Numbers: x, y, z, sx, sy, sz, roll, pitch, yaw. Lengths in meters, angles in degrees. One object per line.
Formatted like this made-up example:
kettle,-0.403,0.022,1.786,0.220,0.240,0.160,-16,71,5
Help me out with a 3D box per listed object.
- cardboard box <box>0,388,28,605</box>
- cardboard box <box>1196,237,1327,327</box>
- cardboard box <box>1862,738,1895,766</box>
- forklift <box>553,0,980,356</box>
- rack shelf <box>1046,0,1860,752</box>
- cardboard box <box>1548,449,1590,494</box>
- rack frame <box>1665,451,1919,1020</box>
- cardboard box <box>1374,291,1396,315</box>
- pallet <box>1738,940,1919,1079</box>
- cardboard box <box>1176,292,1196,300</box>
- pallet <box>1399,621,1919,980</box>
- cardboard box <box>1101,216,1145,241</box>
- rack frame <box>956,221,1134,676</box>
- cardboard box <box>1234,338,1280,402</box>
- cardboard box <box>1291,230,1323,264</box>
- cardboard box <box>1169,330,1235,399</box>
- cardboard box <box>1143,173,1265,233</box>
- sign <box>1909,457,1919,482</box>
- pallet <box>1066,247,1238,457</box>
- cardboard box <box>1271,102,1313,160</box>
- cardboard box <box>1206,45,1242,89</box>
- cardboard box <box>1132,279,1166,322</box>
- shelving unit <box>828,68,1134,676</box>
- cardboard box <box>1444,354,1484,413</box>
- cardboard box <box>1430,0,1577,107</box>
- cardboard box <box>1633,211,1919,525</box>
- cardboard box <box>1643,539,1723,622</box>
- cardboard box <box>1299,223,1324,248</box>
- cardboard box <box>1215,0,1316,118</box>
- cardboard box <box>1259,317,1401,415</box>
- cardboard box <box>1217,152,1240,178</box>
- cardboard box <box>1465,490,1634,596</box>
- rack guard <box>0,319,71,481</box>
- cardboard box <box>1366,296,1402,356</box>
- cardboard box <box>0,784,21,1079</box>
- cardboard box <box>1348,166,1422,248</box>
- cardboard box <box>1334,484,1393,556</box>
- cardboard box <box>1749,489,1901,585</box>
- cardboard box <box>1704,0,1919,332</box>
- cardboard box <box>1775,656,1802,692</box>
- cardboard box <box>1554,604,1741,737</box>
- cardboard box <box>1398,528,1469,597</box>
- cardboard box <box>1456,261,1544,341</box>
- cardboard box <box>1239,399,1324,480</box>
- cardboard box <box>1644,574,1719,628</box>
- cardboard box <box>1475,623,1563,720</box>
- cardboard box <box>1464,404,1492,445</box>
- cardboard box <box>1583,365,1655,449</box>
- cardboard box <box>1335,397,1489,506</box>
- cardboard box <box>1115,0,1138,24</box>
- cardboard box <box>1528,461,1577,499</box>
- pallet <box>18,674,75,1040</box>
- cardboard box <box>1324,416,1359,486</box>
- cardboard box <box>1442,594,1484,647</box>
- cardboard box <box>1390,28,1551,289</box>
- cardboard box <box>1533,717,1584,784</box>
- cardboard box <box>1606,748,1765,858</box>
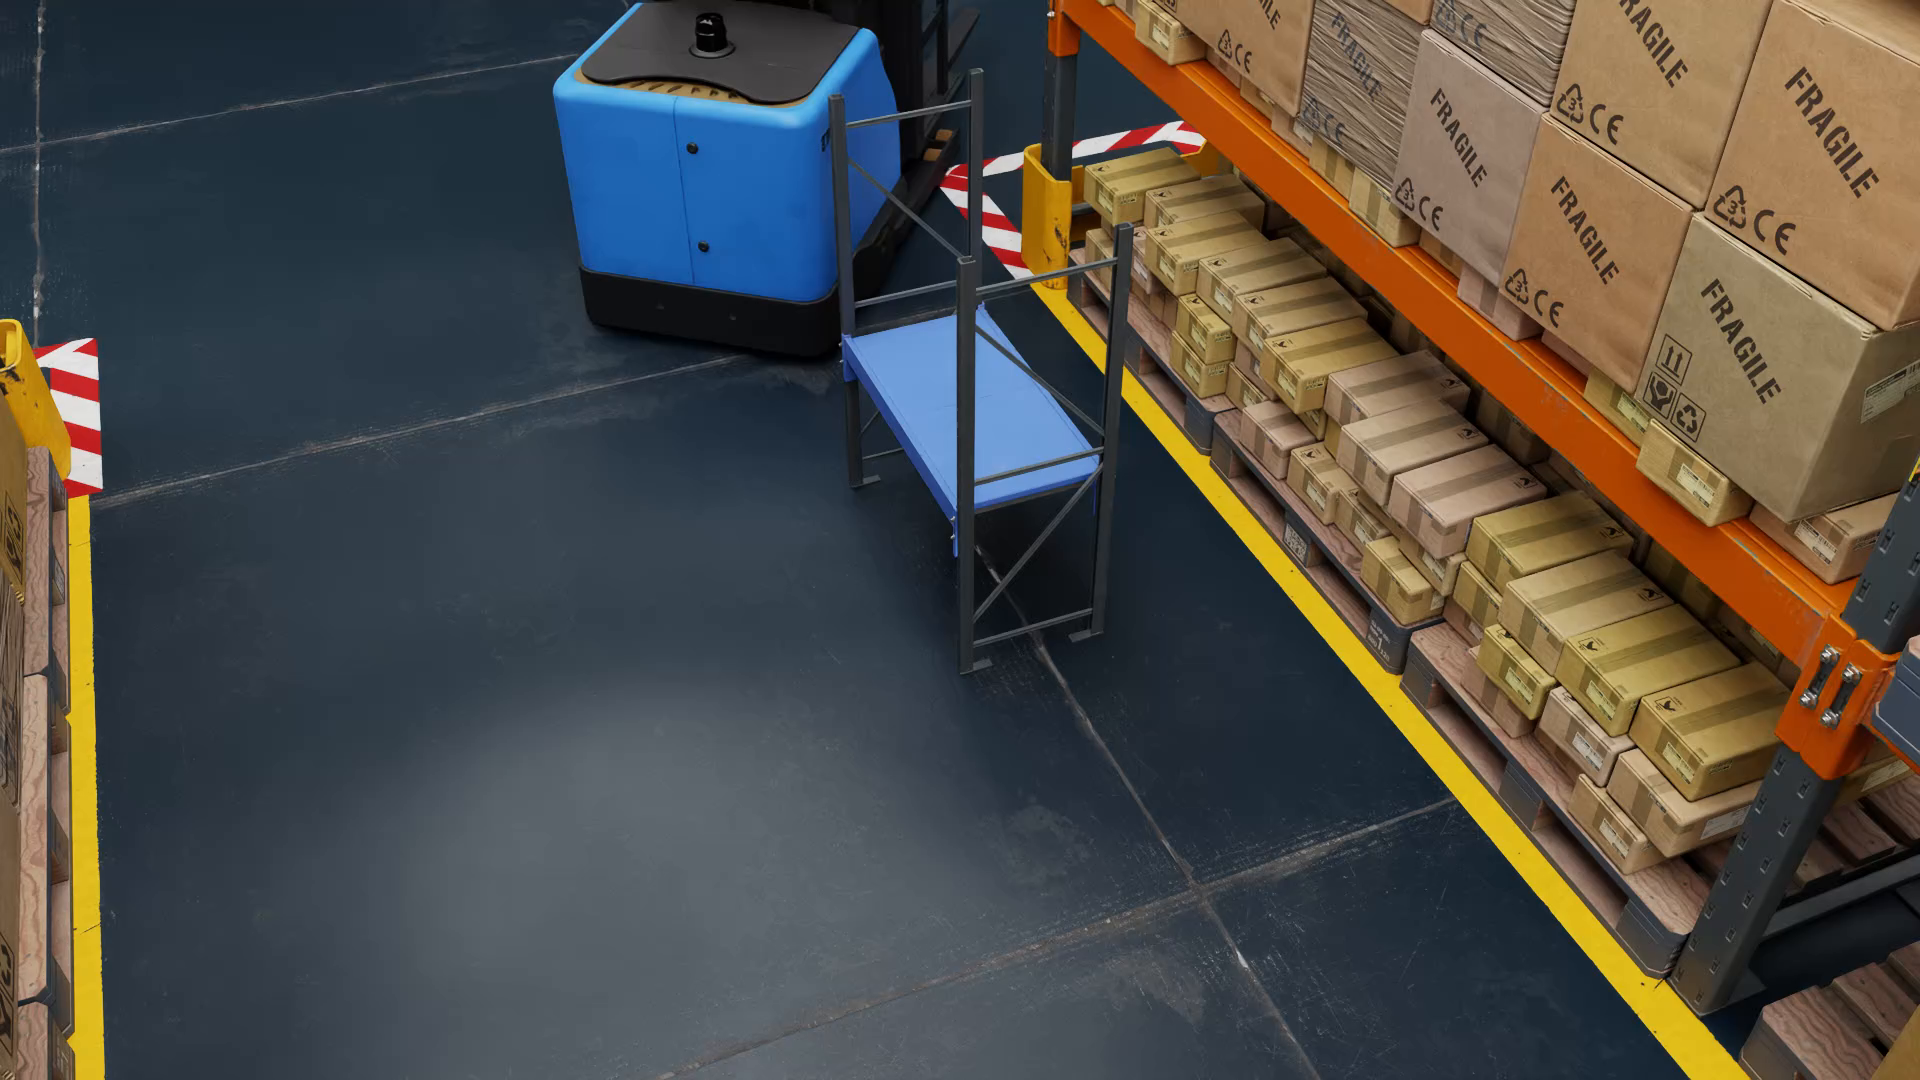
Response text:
cardboard box,-3.484,-0.278,5.081,0.875,0.875,0.875,-15,43,-17
cardboard box,1.071,-0.922,5.930,0.380,0.149,0.250,-17,44,-19
cardboard box,2.506,0.453,4.559,0.380,0.149,0.250,-13,42,-15
forklift,-0.624,-2.797,6.754,1.130,2.935,3.031,10,42,12
rack shelf,1.584,-0.989,5.152,1.077,0.370,4.000,-15,43,-17
cardboard box,2.073,-0.266,5.167,0.380,0.149,0.250,-14,43,-16
rack frame,2.349,-0.057,3.516,1.000,3.000,0.127,-15,43,-17
cardboard box,1.710,-0.905,5.910,0.380,0.149,0.250,-14,43,-15
pallet,2.649,1.469,3.880,1.003,0.211,1.213,-15,43,-17
cardboard box,1.010,-0.974,6.218,0.380,0.149,0.250,-15,43,-16
pallet,2.060,0.604,4.886,1.003,0.211,1.213,-15,43,-17
cardboard box,0.782,-1.278,6.572,0.380,0.149,0.250,-13,42,-15
rack frame,0.227,-0.211,4.845,0.500,1.500,0.032,-15,43,-17
cardboard box,1.197,-0.656,5.849,0.380,0.149,0.250,-17,44,-19
cardboard box,1.485,-1.099,6.363,0.380,0.149,0.250,-17,43,-19
cardboard box,0.997,-0.683,6.108,0.380,0.149,0.250,-15,43,-16
cardboard box,0.922,-1.234,6.293,0.380,0.149,0.250,-14,43,-16
sign,1.851,-0.246,3.071,0.100,0.325,0.005,-15,43,-17
pallet,1.126,-0.866,6.595,1.003,0.211,1.213,-15,43,-17
cardboard box,1.204,-1.329,5.188,0.380,0.149,0.250,-16,43,-18
cardboard box,1.055,-1.654,5.566,0.380,0.149,0.250,-13,42,-15
cardboard box,0.899,-1.013,6.491,0.380,0.149,0.250,-15,43,-17
shelving unit,0.033,-0.517,5.201,0.538,1.500,1.048,-15,43,-17
cardboard box,1.835,-0.568,5.518,0.380,0.149,0.250,-15,43,-17
cardboard box,1.534,-1.425,4.035,0.500,0.500,0.500,-14,43,-16
cardboard box,1.903,-0.429,3.643,0.500,0.500,0.500,-15,43,-17
cardboard box,2.216,0.059,4.789,0.380,0.149,0.250,-16,43,-17
cardboard box,1.515,-1.225,6.282,0.380,0.149,0.250,-16,43,-18
cardboard box,1.140,-1.664,5.080,0.500,0.500,0.500,-15,43,-16
cardboard box,1.227,-0.583,5.535,0.380,0.149,0.250,-14,43,-16
cardboard box,1.256,-1.515,6.619,0.380,0.149,0.250,-15,43,-16
cardboard box,1.709,0.021,4.833,0.380,0.149,0.250,-14,43,-15
rack guard,-3.812,-0.357,5.782,1.175,0.500,0.348,-15,43,-17
cardboard box,1.695,-0.790,6.004,0.380,0.149,0.250,-14,43,-16
cardboard box,-2.795,0.806,3.820,0.875,0.875,0.875,-15,43,-17
cardboard box,1.359,-1.000,4.805,0.380,0.149,0.250,-14,43,-16
cardboard box,1.451,-0.084,5.412,0.380,0.149,0.250,-14,43,-16
cardboard box,2.024,-0.076,3.730,0.380,0.149,0.250,-16,43,-17
cardboard box,1.920,-0.803,3.311,0.500,0.500,0.500,-17,43,-18
cardboard box,2.409,0.380,4.416,0.380,0.149,0.250,-13,42,-15
cardboard box,1.838,0.345,4.456,0.380,0.149,0.250,-15,43,-16
cardboard box,1.580,0.000,5.086,0.380,0.149,0.250,-14,43,-16
cardboard box,1.570,-0.697,4.453,0.380,0.149,0.250,-17,43,-19
cardboard box,1.198,-0.382,5.758,0.380,0.149,0.250,-17,44,-19
cardboard box,2.200,0.186,4.870,0.380,0.149,0.250,-15,43,-17
cardboard box,1.701,0.324,4.709,0.380,0.149,0.250,-17,43,-18
cardboard box,1.907,-0.472,5.635,0.380,0.149,0.250,-15,43,-16
cardboard box,1.778,-0.380,4.084,0.380,0.149,0.250,-13,42,-15
cardboard box,1.406,-0.278,5.181,0.380,0.149,0.250,-17,43,-18
cardboard box,0.776,-1.952,5.912,0.380,0.149,0.250,-14,43,-15
cardboard box,2.016,-0.149,5.259,0.380,0.149,0.250,-13,42,-15
pallet,-2.961,0.963,4.469,1.003,0.211,1.213,-15,43,-17
cardboard box,1.434,-0.338,5.479,0.380,0.149,0.250,-13,42,-15
cardboard box,1.713,0.204,5.077,0.380,0.149,0.250,-16,43,-18
cardboard box,1.517,-1.042,4.356,0.500,0.500,0.500,-15,43,-17
cardboard box,1.862,0.536,4.691,0.380,0.149,0.250,-14,43,-16
cardboard box,1.935,0.641,4.340,0.380,0.149,0.250,-14,43,-16
